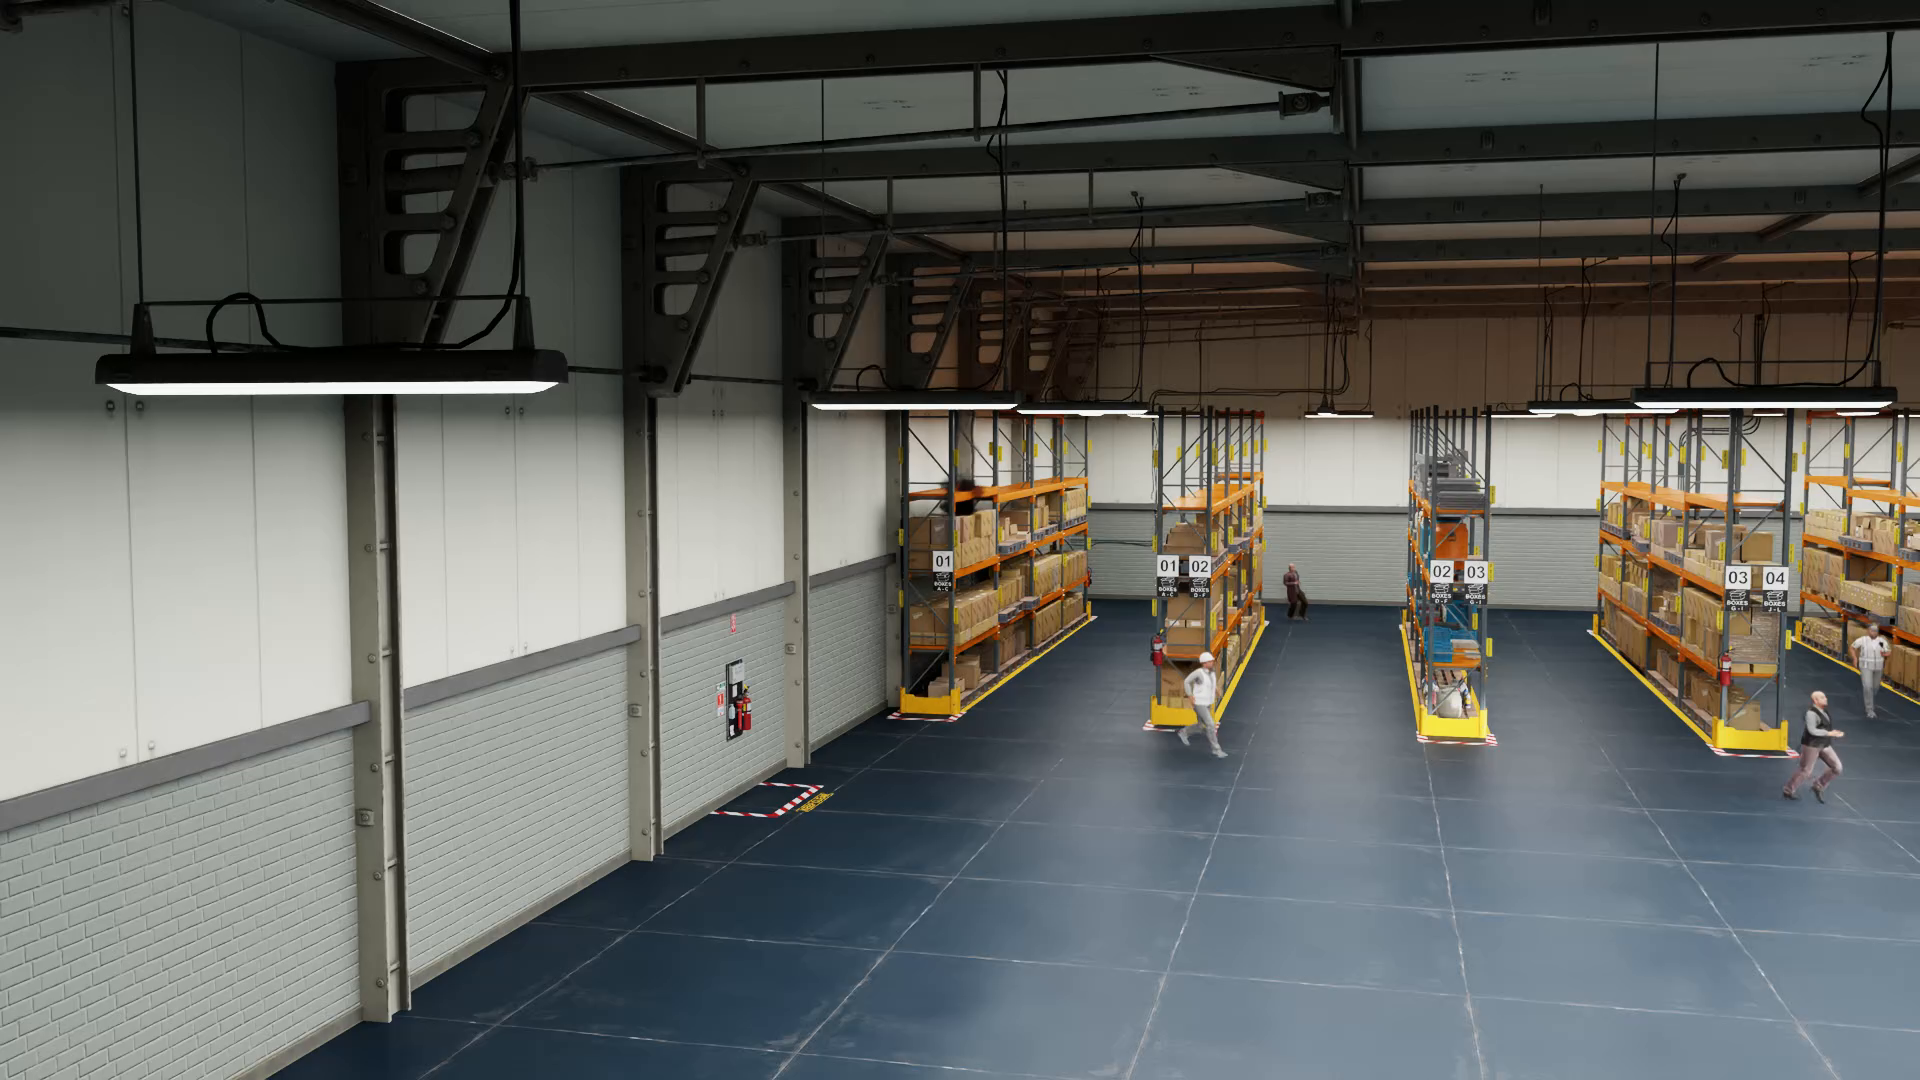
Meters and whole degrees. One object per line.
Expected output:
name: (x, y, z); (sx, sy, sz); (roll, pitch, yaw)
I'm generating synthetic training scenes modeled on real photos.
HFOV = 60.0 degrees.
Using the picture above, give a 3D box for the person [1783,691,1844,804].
person: (12.759, 3.084, 24.763); (0.664, 1.701, 0.853); (-3, 5, -36)

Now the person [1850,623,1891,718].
person: (17.733, 2.497, 32.342); (0.656, 1.796, 0.935); (1, 4, 9)

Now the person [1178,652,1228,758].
person: (4.143, 2.797, 28.478); (1.010, 1.774, 0.678); (4, 5, 42)

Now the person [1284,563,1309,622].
person: (9.494, 1.490, 47.363); (0.870, 1.713, 0.721); (-3, 5, -35)
